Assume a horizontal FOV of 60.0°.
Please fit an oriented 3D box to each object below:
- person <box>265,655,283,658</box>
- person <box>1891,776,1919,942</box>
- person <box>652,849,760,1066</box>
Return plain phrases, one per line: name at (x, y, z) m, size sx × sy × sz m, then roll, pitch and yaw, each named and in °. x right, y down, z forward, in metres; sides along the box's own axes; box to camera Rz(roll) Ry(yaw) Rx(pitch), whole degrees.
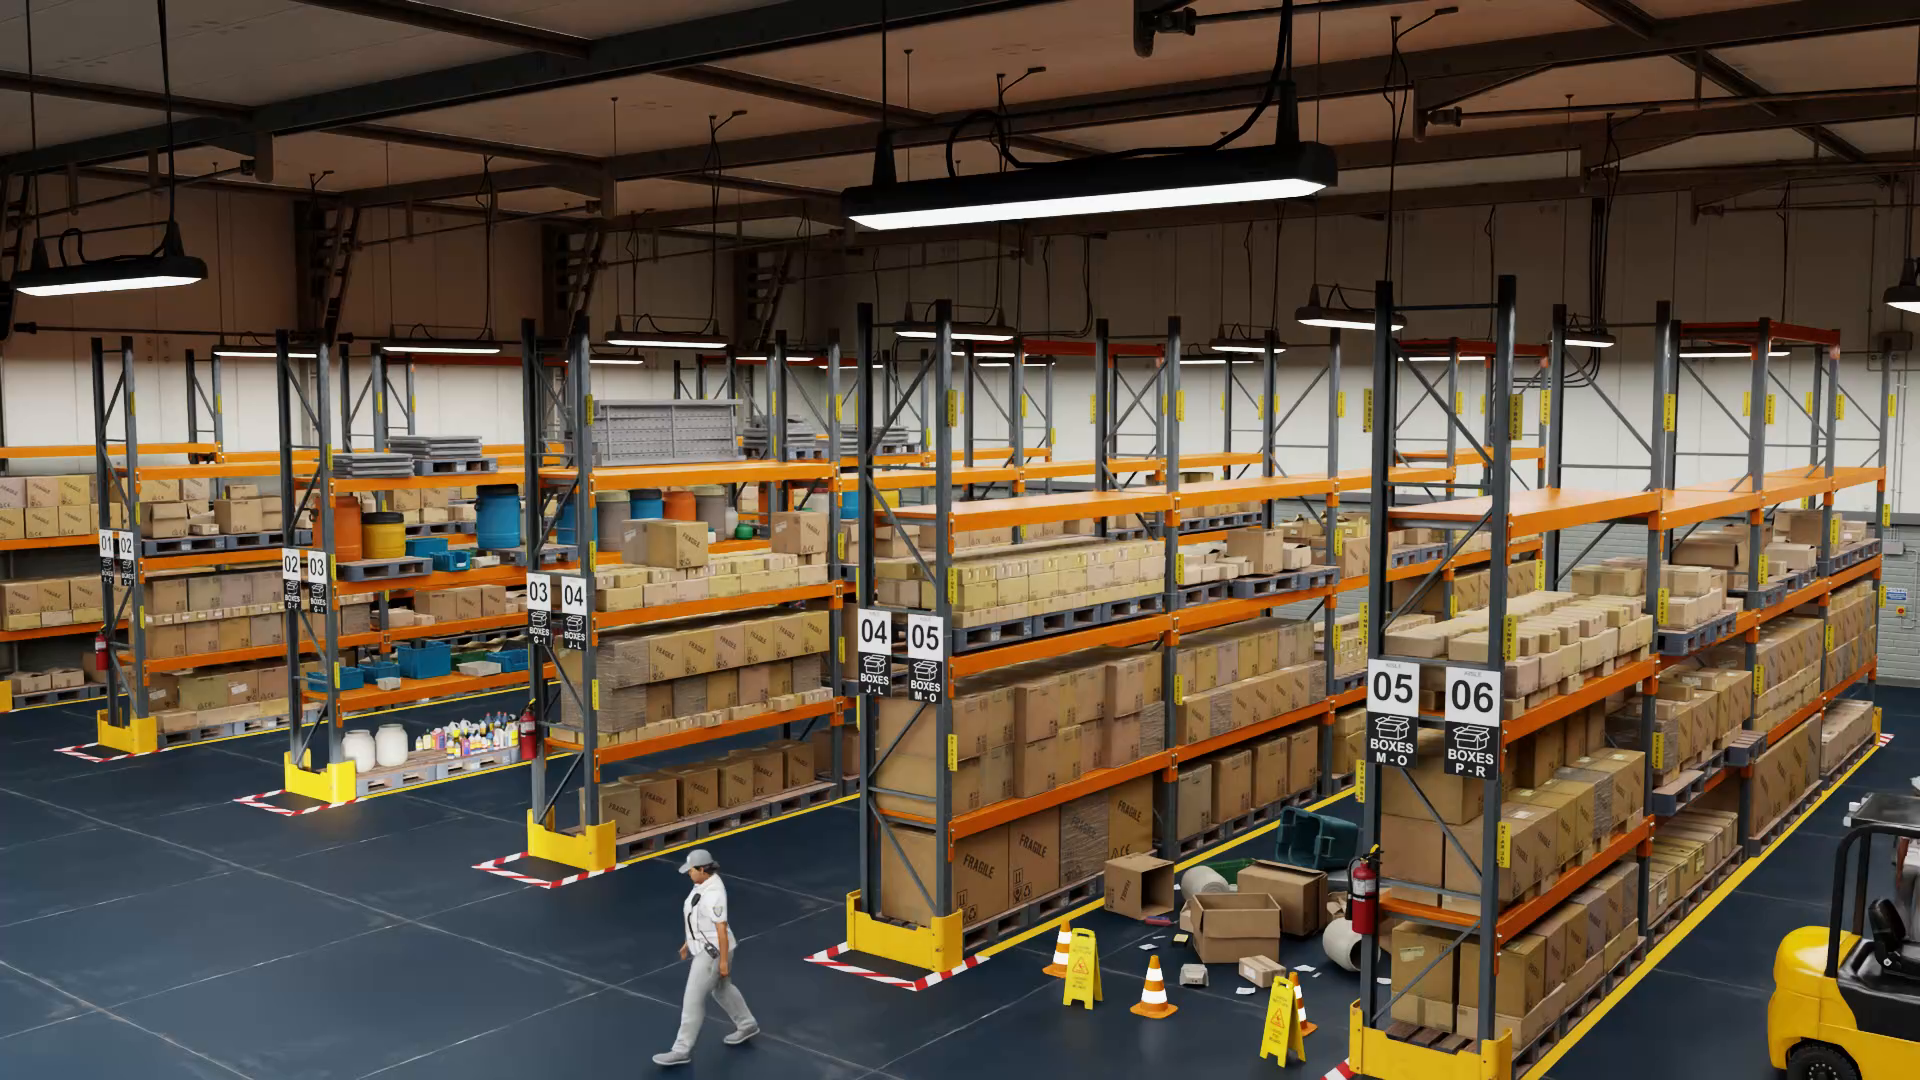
person at (-12.314, 1.698, 30.009) m, size 0.624 × 1.743 × 0.596 m, roll 2°, pitch 5°, yaw 20°
person at (8.734, 3.041, 15.145) m, size 0.450 × 1.734 × 0.595 m, roll 3°, pitch 6°, yaw 31°
person at (-2.000, 3.216, 13.039) m, size 0.896 × 1.610 × 0.514 m, roll -2°, pitch 5°, yaw -18°
